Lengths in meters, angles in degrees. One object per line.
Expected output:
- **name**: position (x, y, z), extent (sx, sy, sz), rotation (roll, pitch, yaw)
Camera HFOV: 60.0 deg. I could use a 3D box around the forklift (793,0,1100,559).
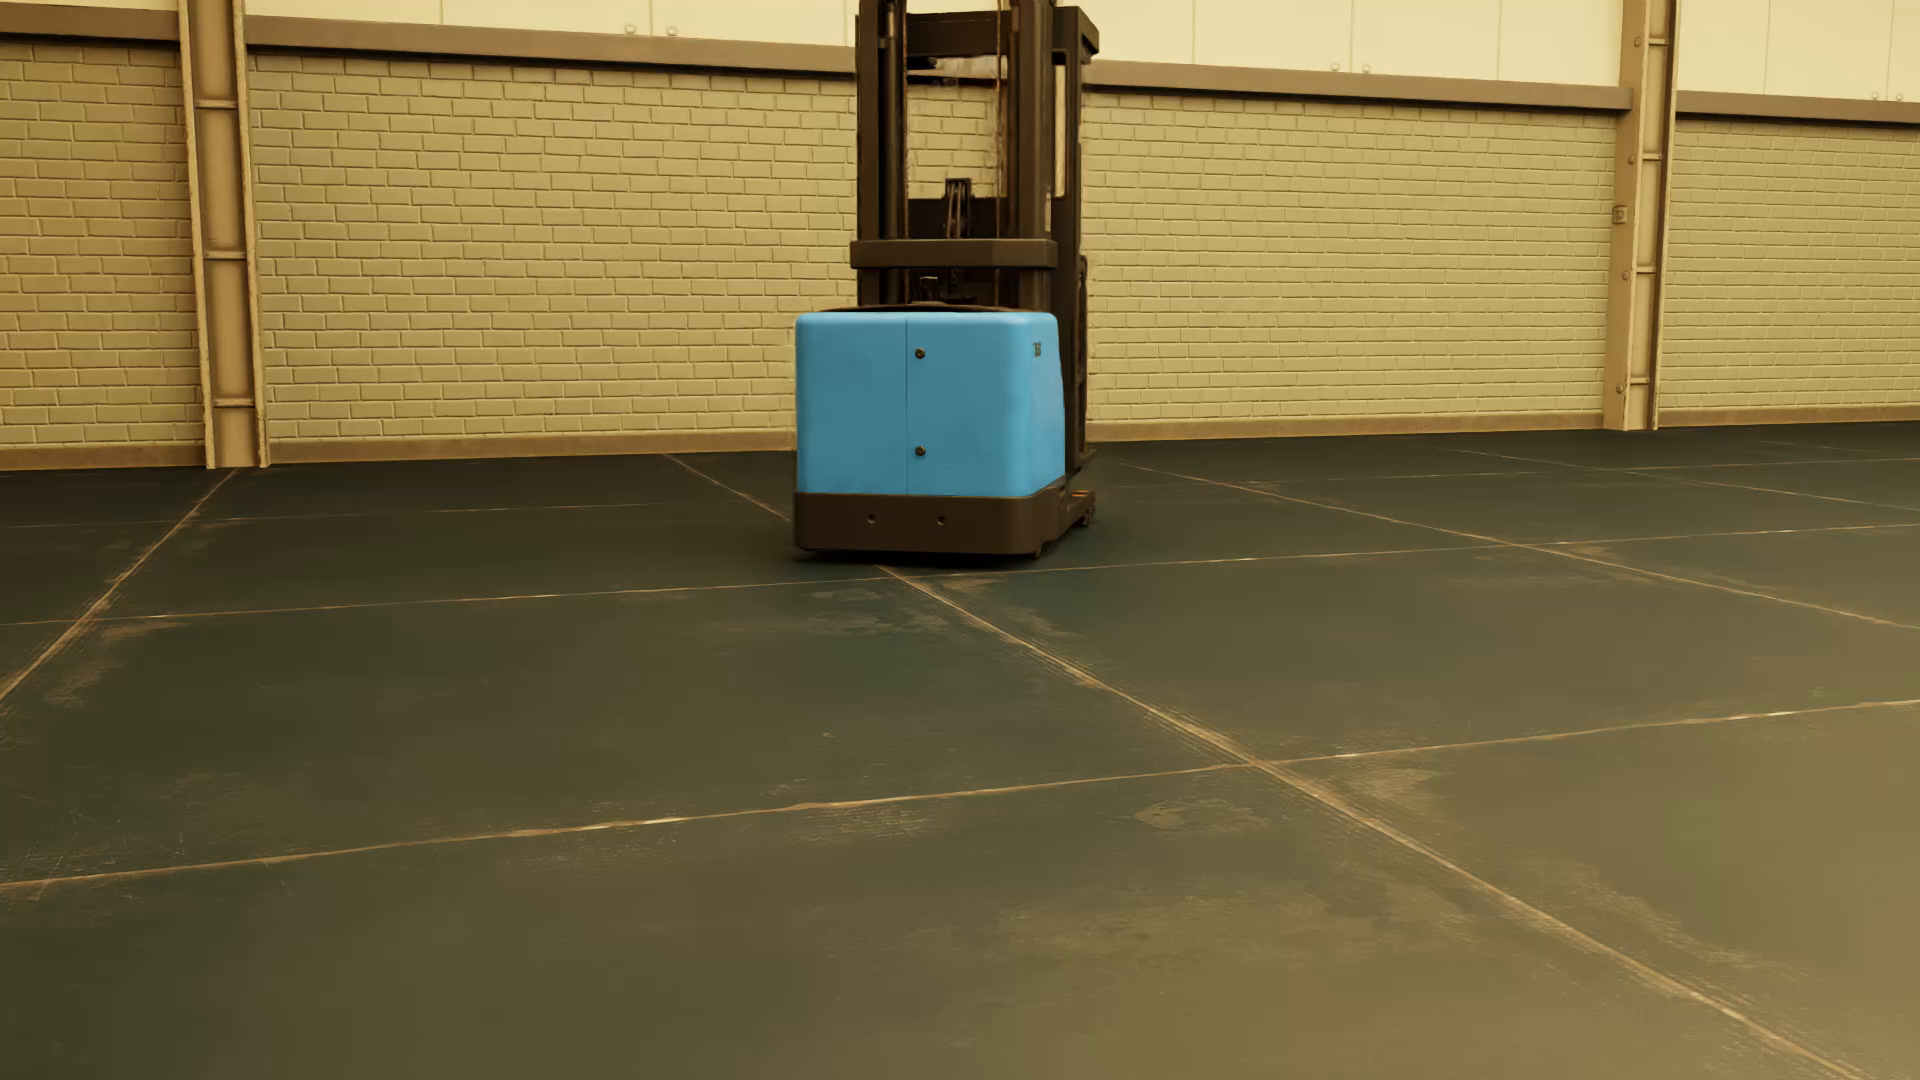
- **forklift**: position (0.092, -1.531, 8.303), extent (1.130, 2.935, 3.031), rotation (2, 8, 12)
